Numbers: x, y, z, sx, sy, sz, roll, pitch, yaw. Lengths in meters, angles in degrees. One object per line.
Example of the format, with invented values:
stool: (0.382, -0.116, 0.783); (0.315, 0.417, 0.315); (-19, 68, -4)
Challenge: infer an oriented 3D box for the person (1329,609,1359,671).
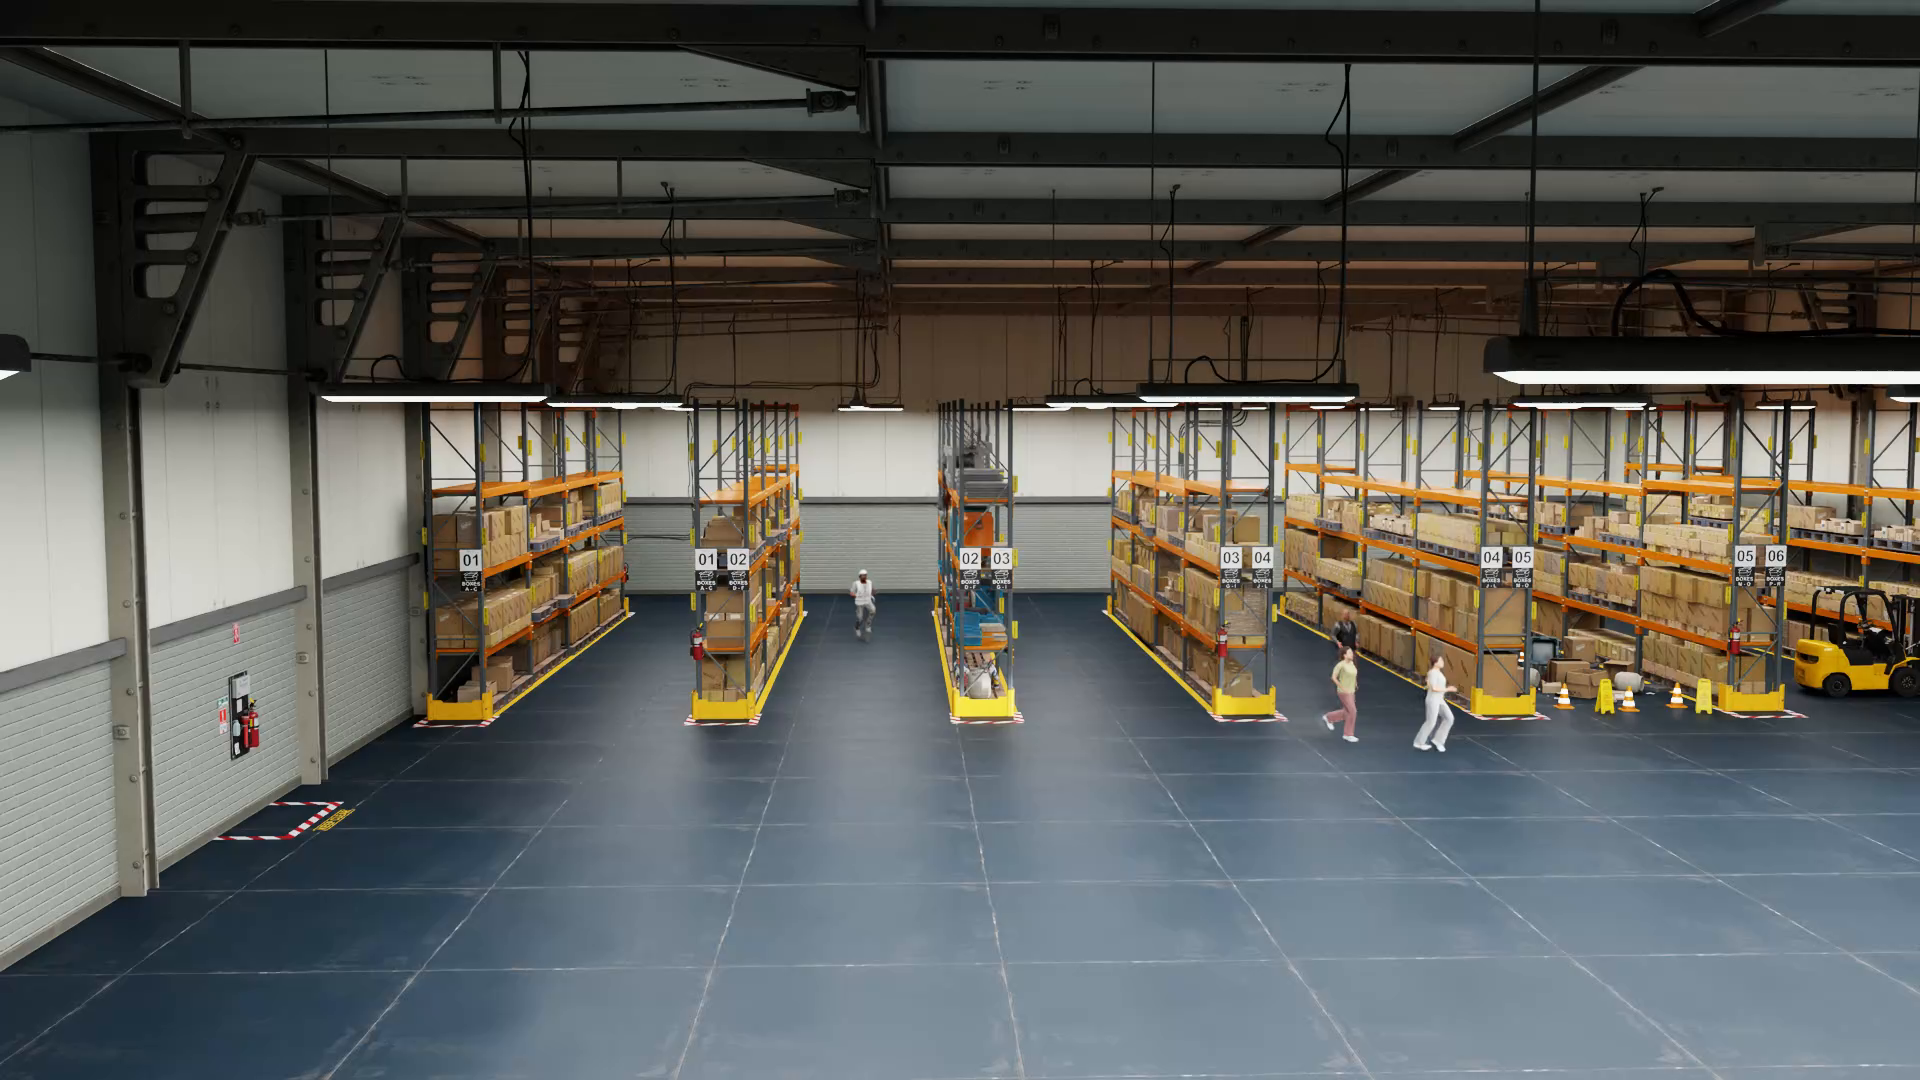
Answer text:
person: (7.975, 2.270, 34.456); (0.660, 1.674, 0.626); (-1, 4, -11)

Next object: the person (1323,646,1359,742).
person: (6.713, 2.685, 29.275); (0.711, 1.669, 0.584); (4, 6, 43)

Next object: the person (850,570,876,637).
person: (-2.425, 1.606, 41.759); (0.681, 1.724, 0.982); (-1, 5, -18)

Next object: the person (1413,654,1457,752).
person: (8.049, 2.770, 28.110); (0.733, 1.696, 0.523); (3, 5, 31)
